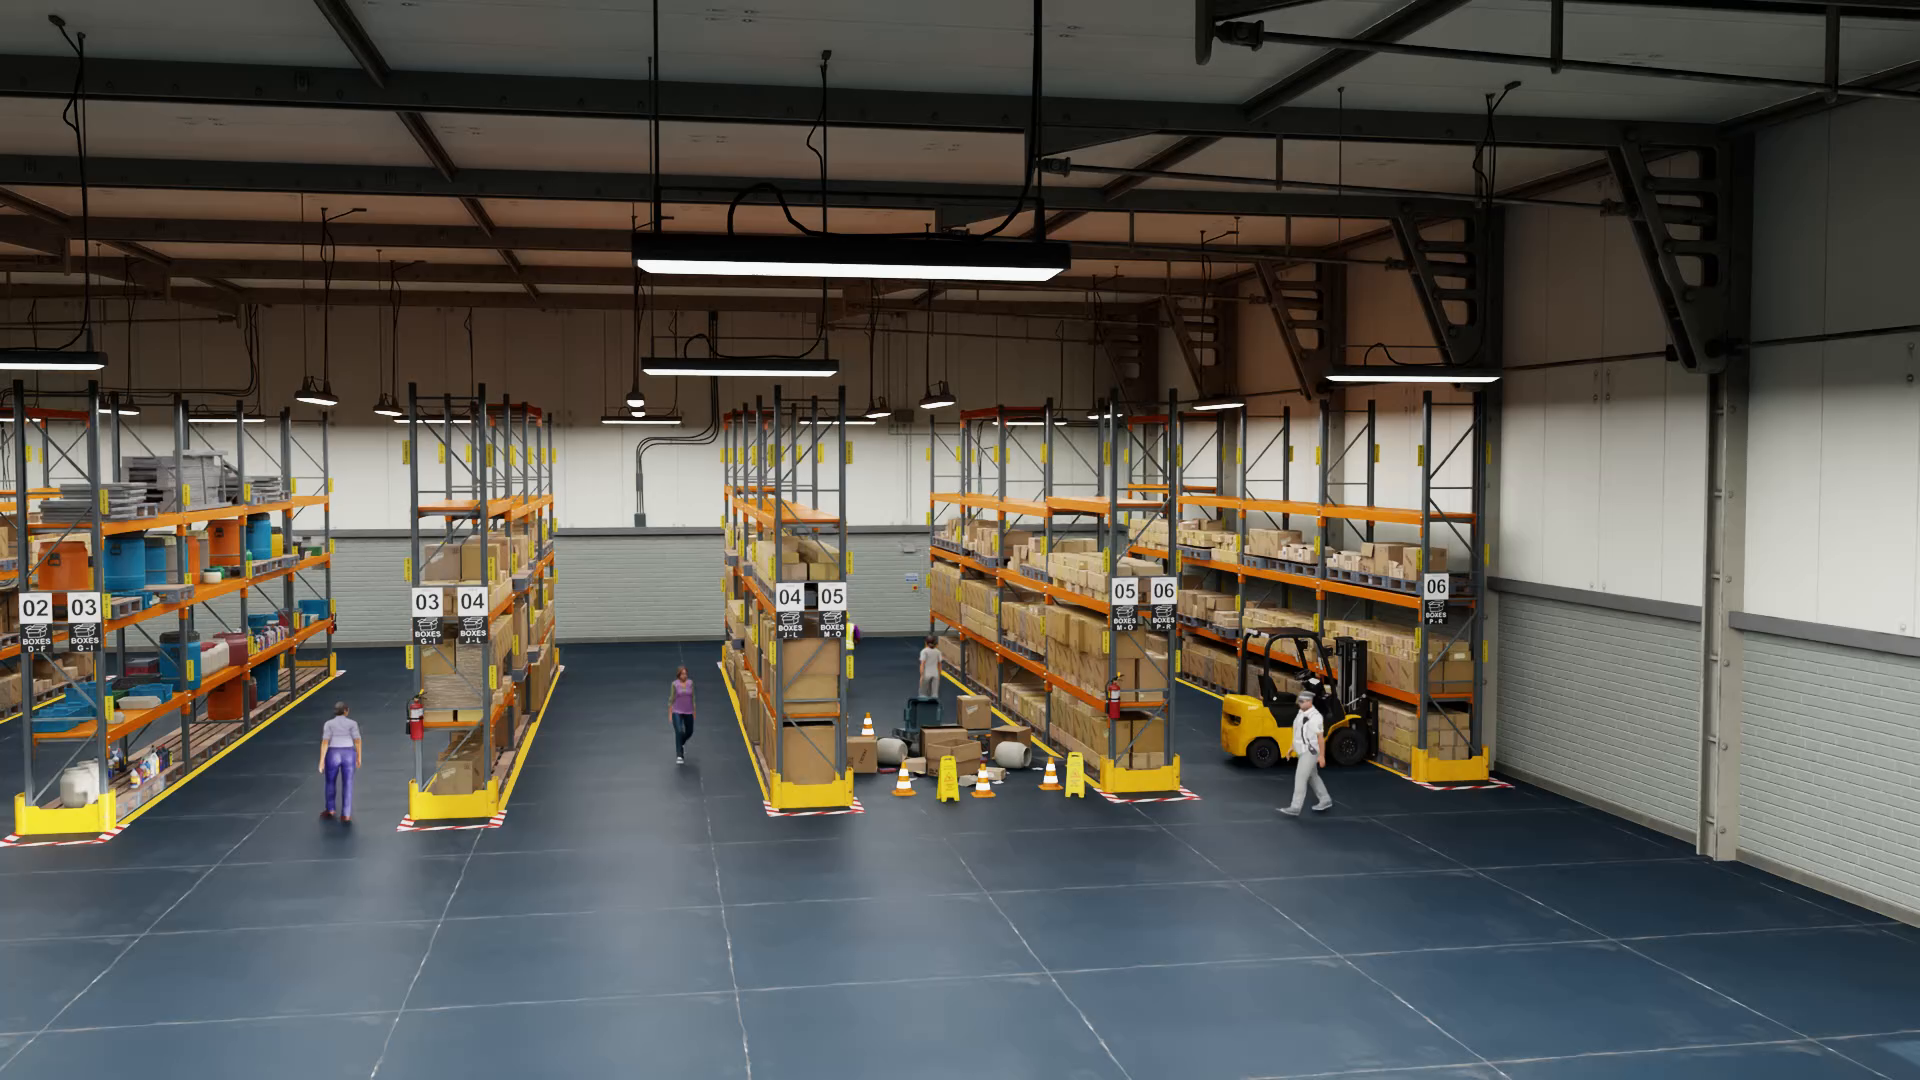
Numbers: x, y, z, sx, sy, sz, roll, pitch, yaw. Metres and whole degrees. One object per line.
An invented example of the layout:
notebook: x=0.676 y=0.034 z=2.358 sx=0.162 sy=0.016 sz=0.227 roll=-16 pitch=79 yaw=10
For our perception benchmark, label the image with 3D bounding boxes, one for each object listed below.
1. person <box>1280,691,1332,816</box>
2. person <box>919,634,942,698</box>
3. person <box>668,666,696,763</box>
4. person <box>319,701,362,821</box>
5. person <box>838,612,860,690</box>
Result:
person: x=4.835 y=2.965 z=23.265 sx=0.882 sy=1.727 sz=0.544 roll=0 pitch=3 yaw=-9
person: x=-0.545 y=2.619 z=31.071 sx=0.479 sy=1.708 sz=0.606 roll=-1 pitch=3 yaw=-21
person: x=-4.559 y=2.831 z=27.264 sx=0.454 sy=1.557 sz=0.840 roll=-1 pitch=3 yaw=-25
person: x=-8.543 y=3.043 z=22.911 sx=0.574 sy=1.629 sz=0.794 roll=-1 pitch=3 yaw=-18
person: x=-2.492 y=2.366 z=35.749 sx=0.702 sy=1.665 sz=0.754 roll=0 pitch=3 yaw=-9
